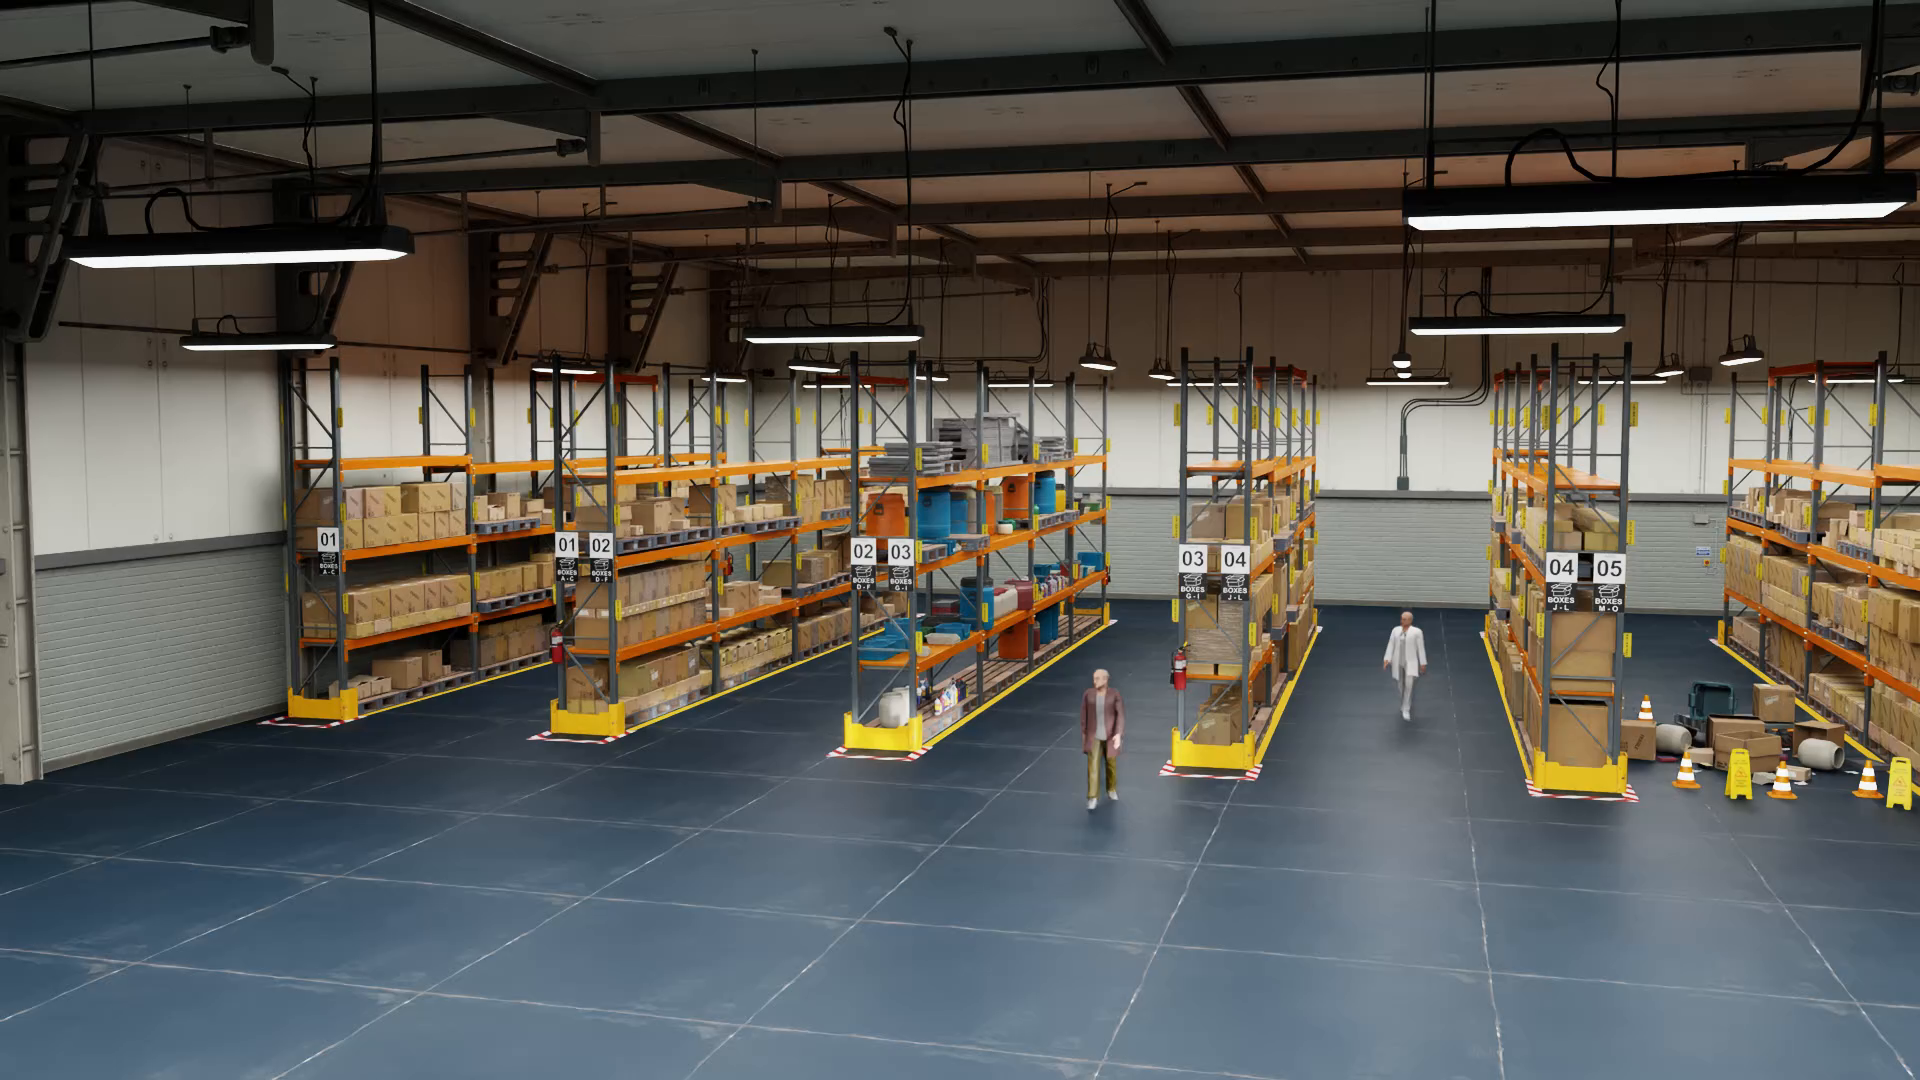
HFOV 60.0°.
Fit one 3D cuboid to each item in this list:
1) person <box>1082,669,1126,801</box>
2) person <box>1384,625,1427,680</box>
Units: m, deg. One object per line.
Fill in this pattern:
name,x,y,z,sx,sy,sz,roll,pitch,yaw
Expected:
person,1.841,2.497,21.442,0.609,1.671,0.845,1,4,14
person,7.468,1.879,27.882,0.690,0.943,0.492,3,5,31
